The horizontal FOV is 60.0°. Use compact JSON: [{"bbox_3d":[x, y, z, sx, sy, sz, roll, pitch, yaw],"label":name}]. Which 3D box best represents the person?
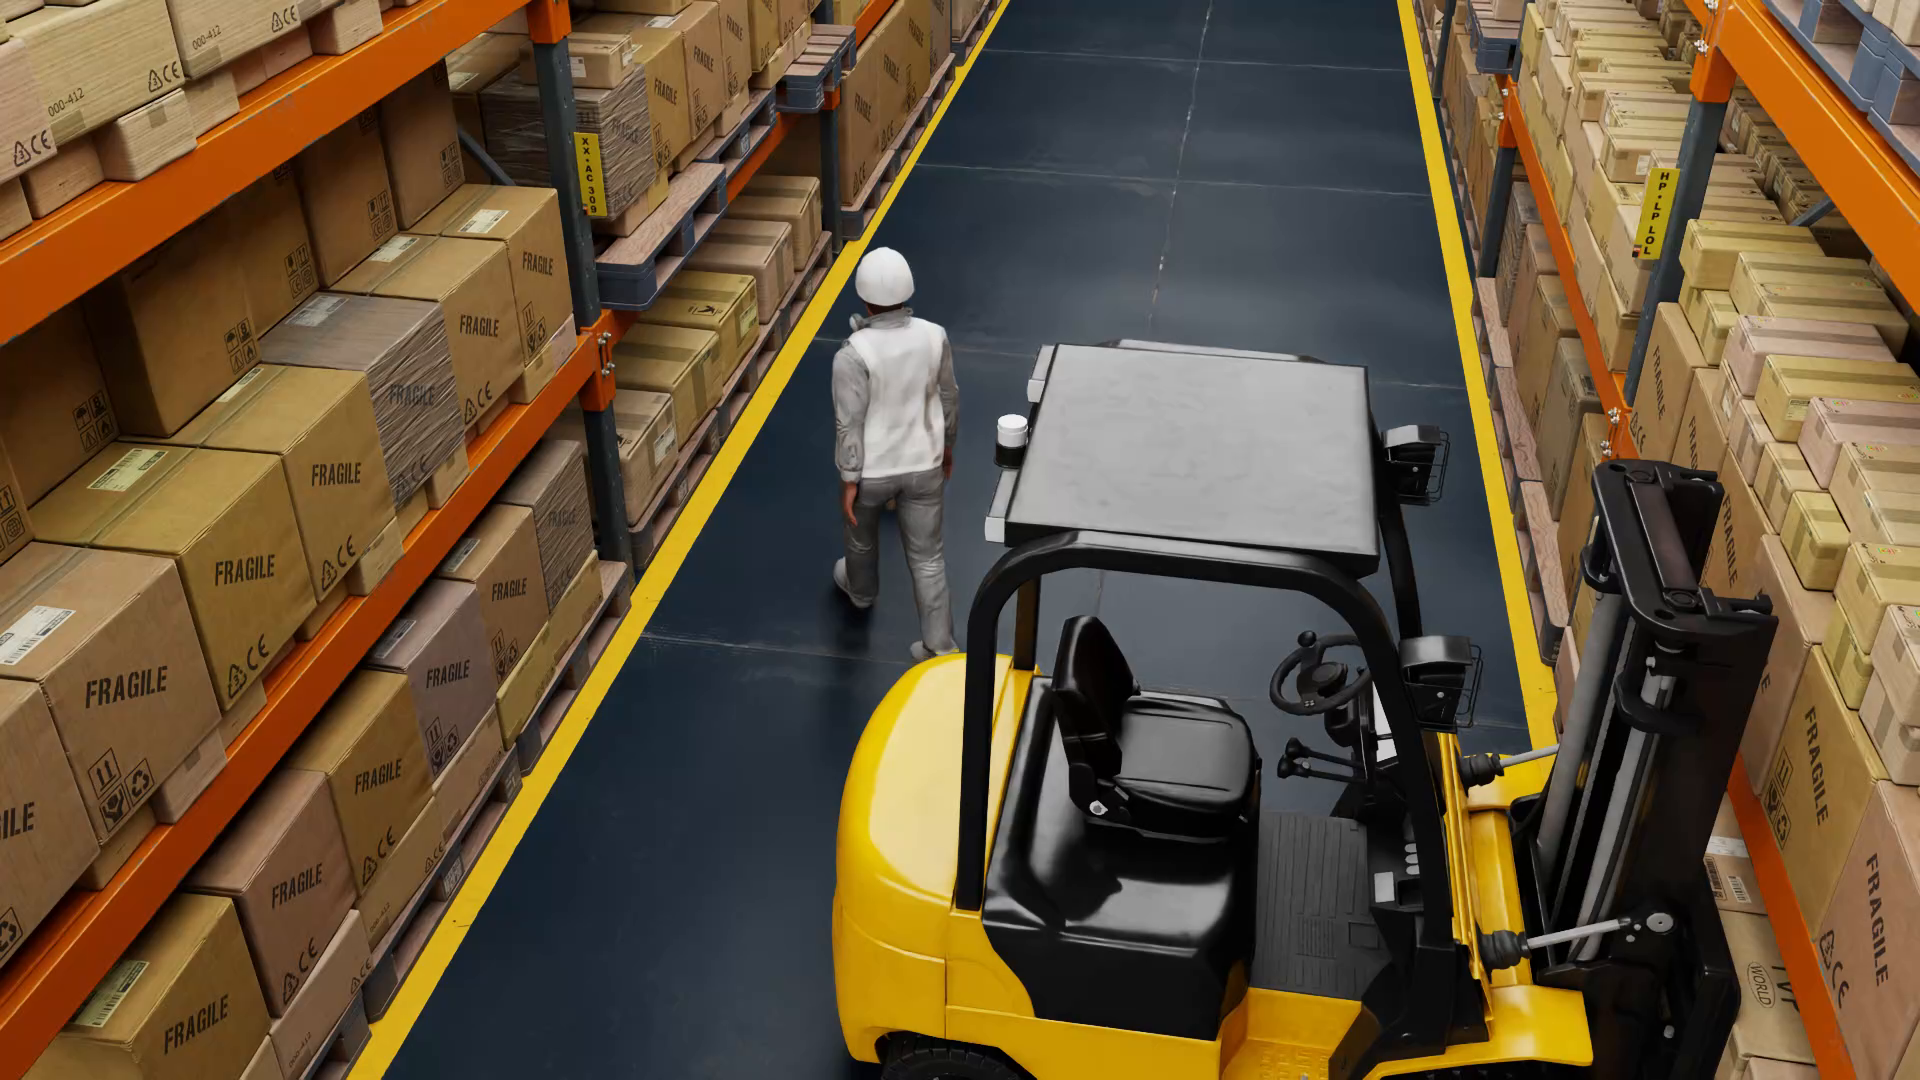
[{"bbox_3d":[-0.249,-0.332,6.675,0.552,1.729,1.029,-11,34,-17],"label":"person"}]
